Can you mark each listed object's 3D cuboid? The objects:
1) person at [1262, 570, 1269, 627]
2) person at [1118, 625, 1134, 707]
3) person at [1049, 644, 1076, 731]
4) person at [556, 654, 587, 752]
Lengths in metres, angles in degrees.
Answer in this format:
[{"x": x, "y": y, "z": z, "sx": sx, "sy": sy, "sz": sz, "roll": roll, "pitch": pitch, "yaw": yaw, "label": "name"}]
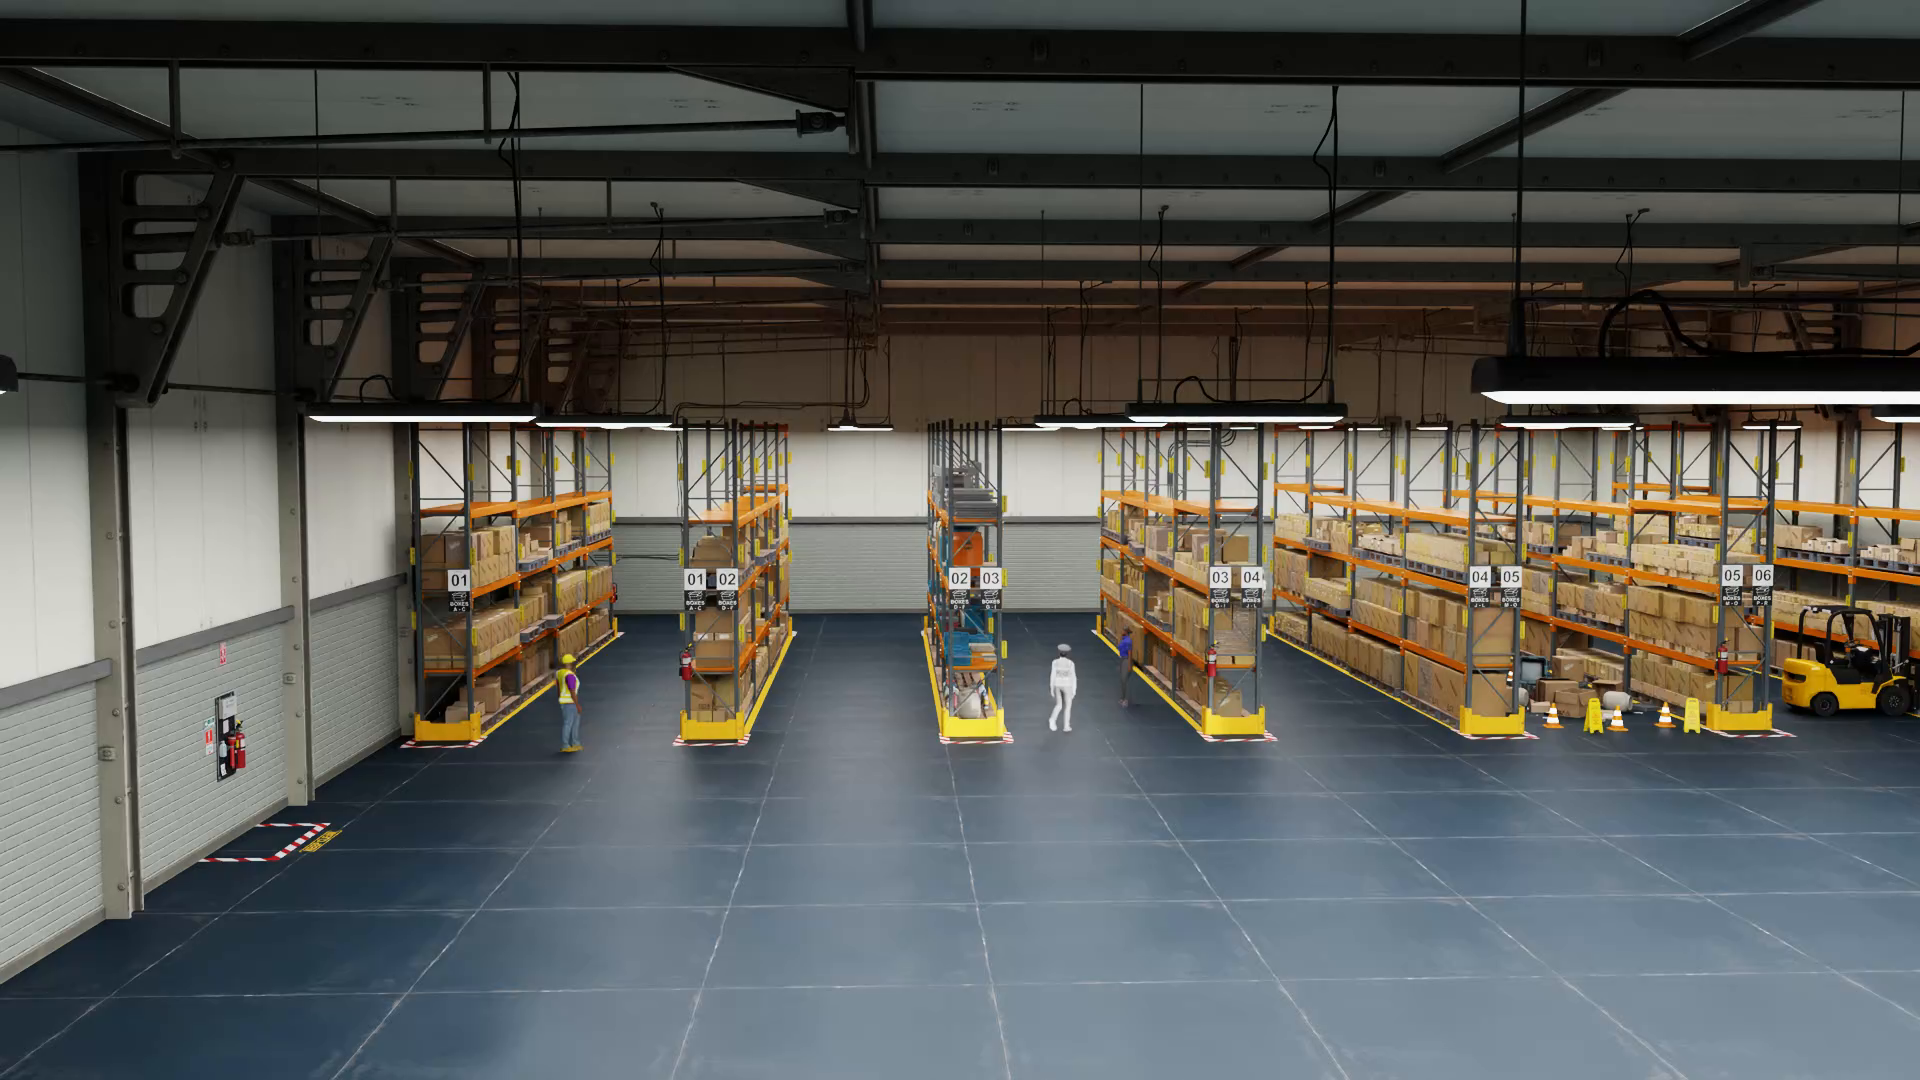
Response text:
[{"x": 8.813, "y": 1.732, "z": 48.841, "sx": 0.842, "sy": 1.722, "sz": 0.704, "roll": 0, "pitch": 4, "yaw": -2, "label": "person"}, {"x": 3.483, "y": 2.657, "z": 35.128, "sx": 0.334, "sy": 1.699, "sz": 0.582, "roll": 0, "pitch": 4, "yaw": -2, "label": "person"}, {"x": 1.985, "y": 2.835, "z": 31.817, "sx": 0.486, "sy": 1.678, "sz": 0.501, "roll": 2, "pitch": 4, "yaw": 33, "label": "person"}, {"x": -6.989, "y": 2.951, "z": 29.917, "sx": 0.543, "sy": 1.804, "sz": 0.581, "roll": -1, "pitch": 4, "yaw": -10, "label": "person"}]
